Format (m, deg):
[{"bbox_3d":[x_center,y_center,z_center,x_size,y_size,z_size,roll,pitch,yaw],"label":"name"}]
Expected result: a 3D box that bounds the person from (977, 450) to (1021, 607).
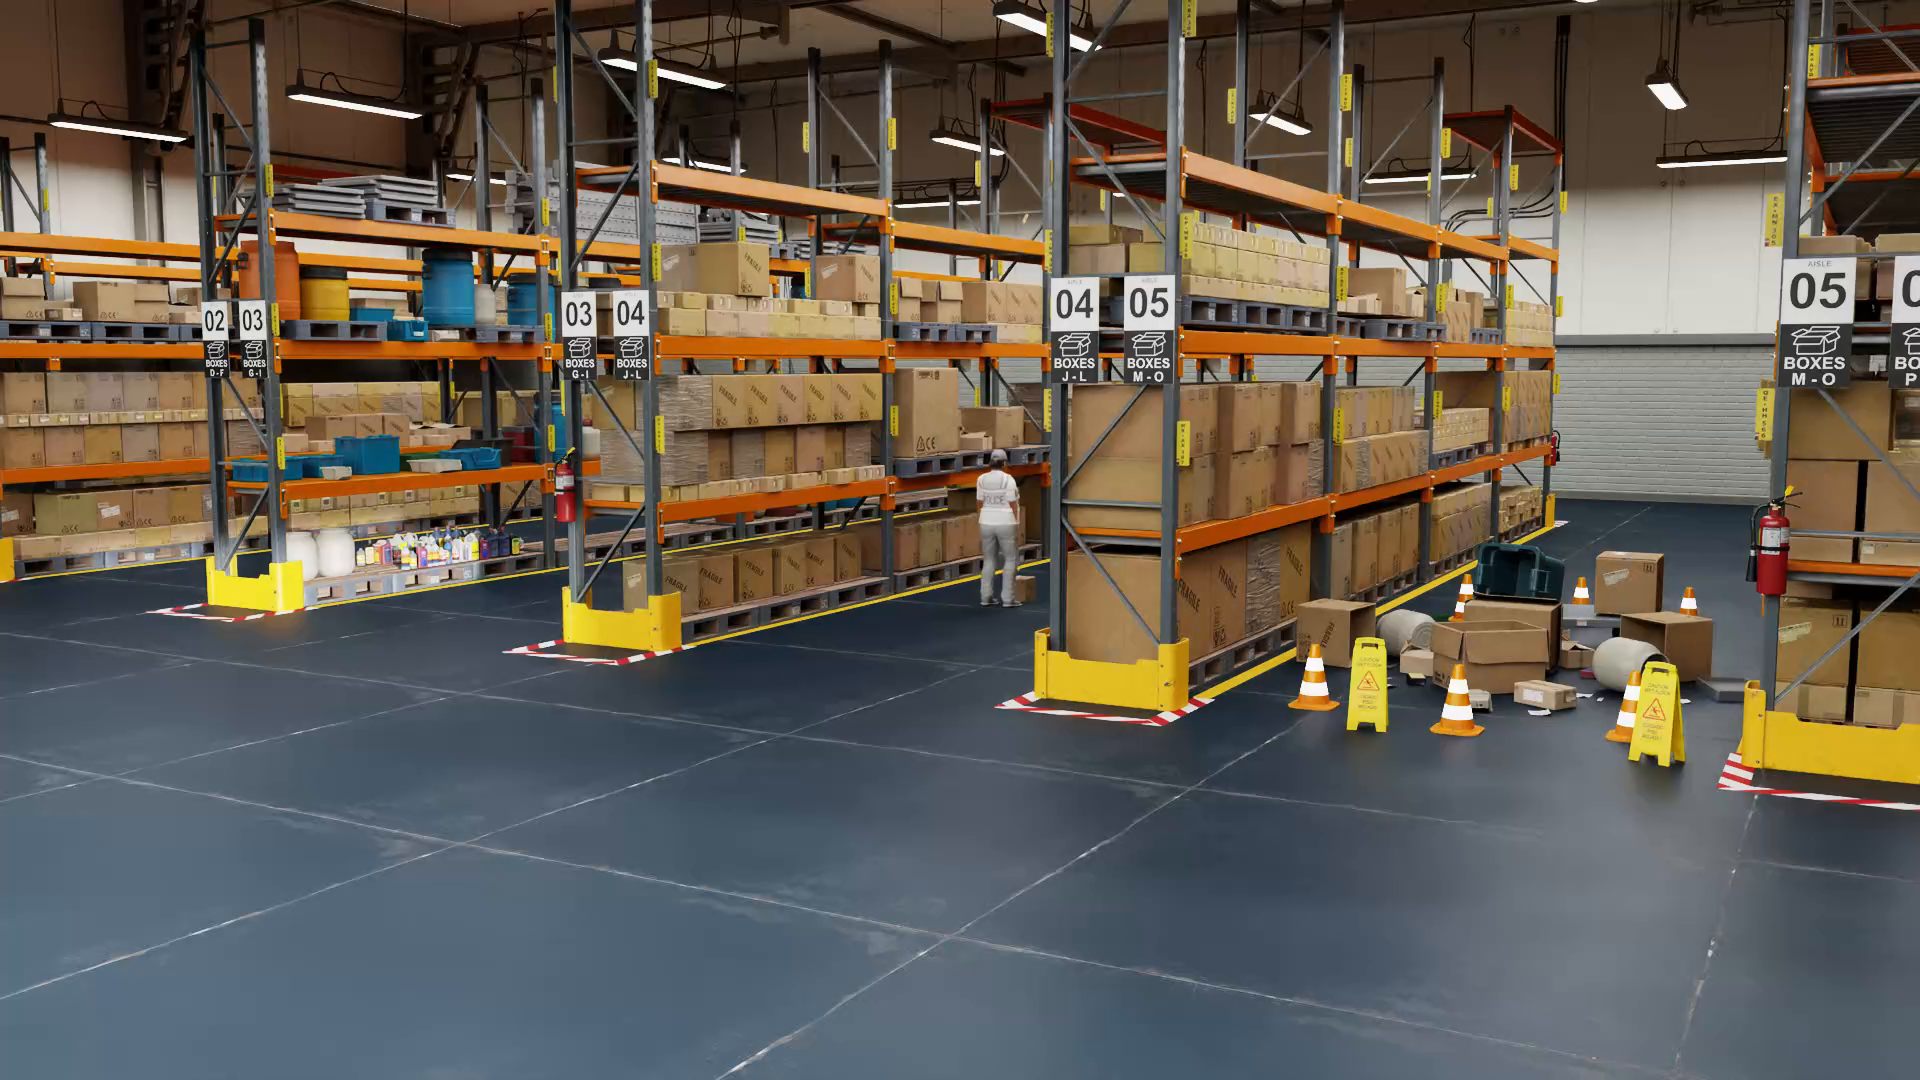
[{"bbox_3d":[0.404,-0.120,17.572,0.473,1.656,0.389,3,7,30],"label":"person"}]
